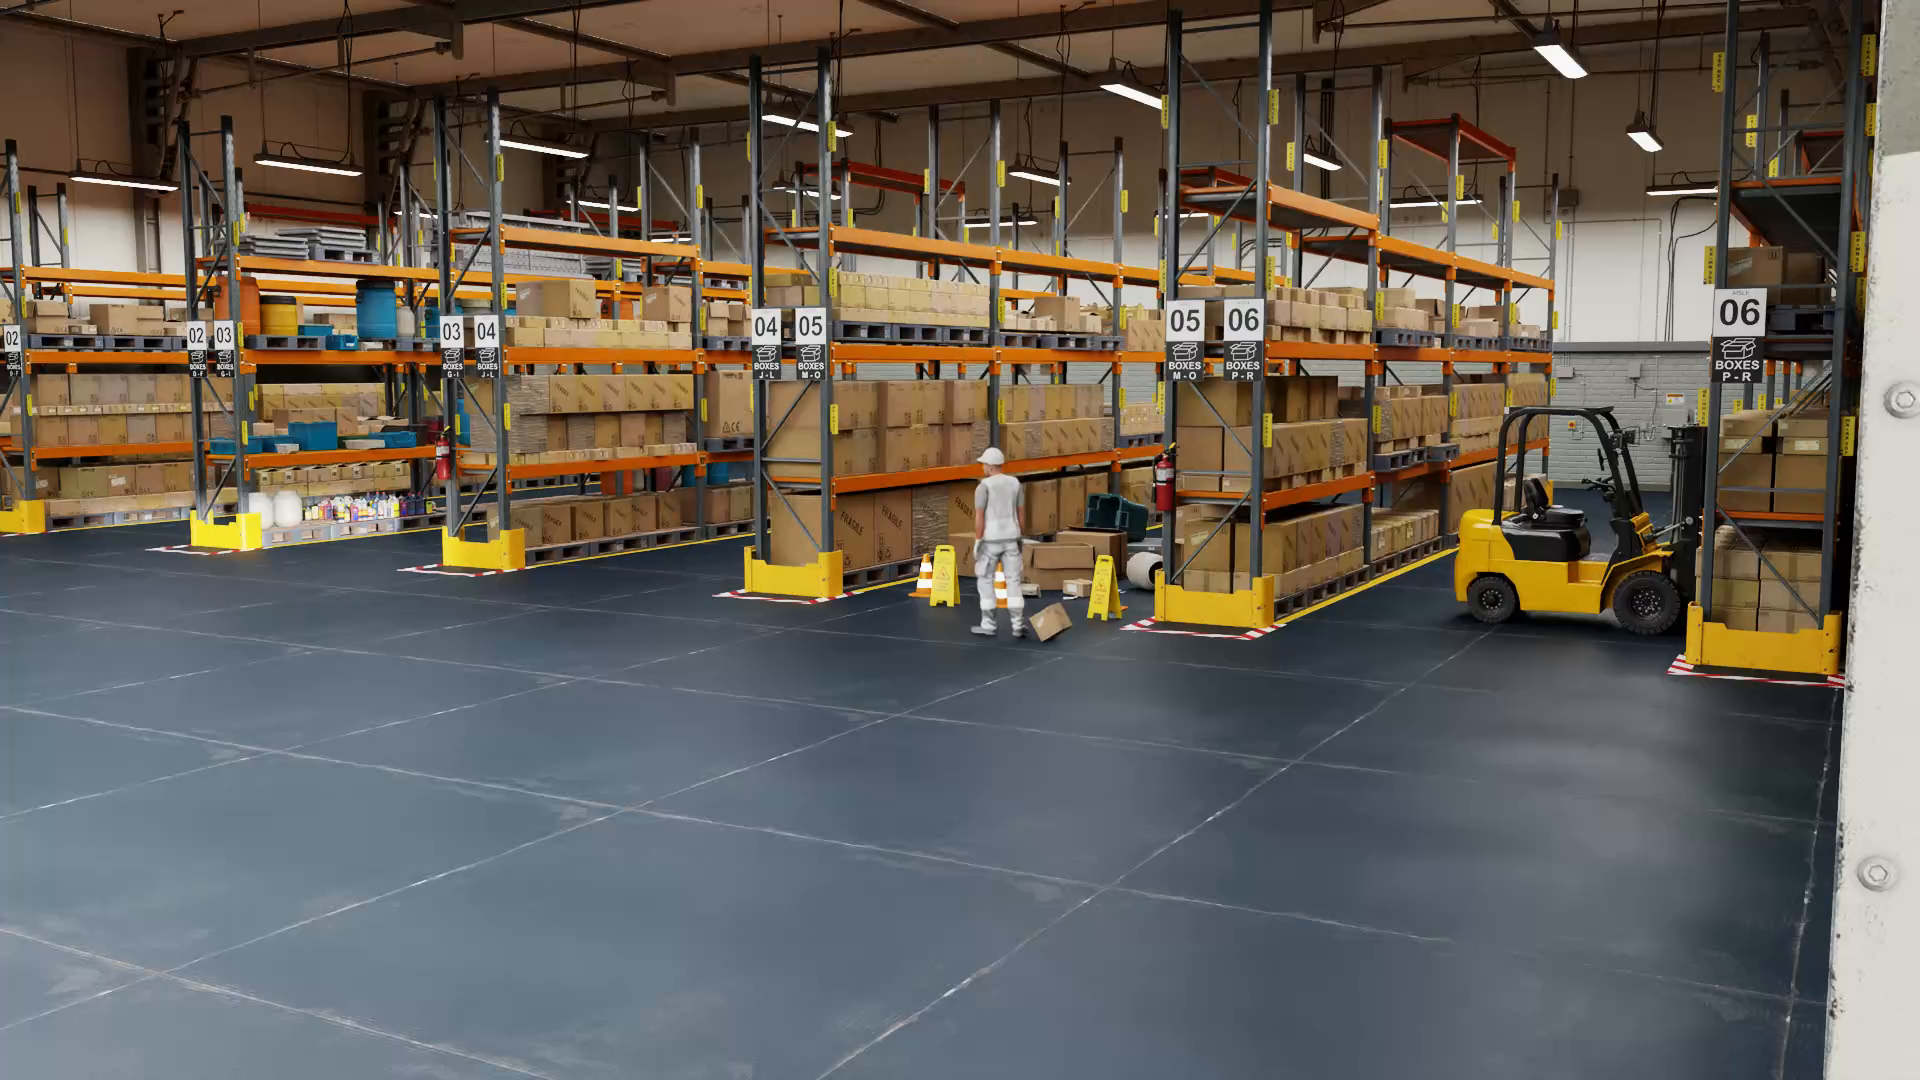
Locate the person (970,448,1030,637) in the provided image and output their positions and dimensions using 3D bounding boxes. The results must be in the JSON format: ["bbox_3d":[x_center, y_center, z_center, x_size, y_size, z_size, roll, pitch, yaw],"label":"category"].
[{"bbox_3d":[0.372,0.023,15.738,0.561,1.786,0.573,-3,6,-25],"label":"person"}]
